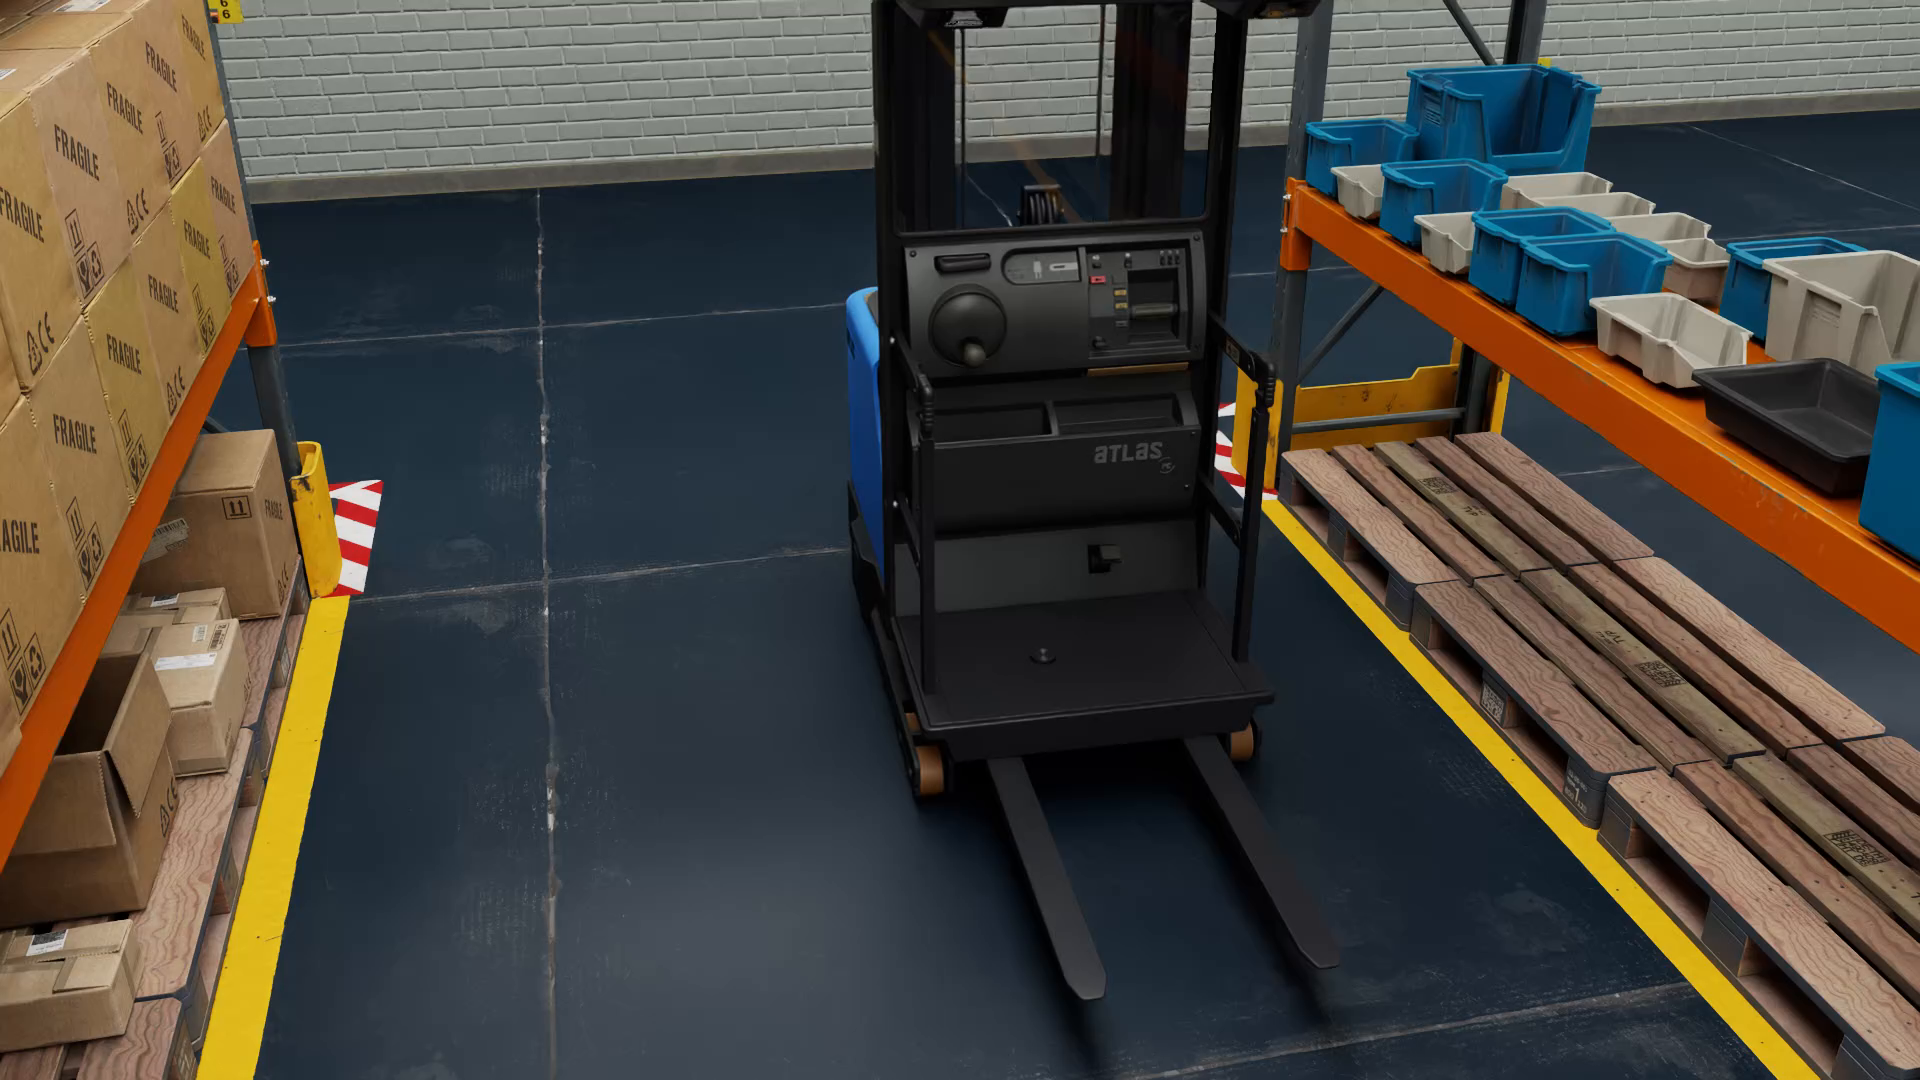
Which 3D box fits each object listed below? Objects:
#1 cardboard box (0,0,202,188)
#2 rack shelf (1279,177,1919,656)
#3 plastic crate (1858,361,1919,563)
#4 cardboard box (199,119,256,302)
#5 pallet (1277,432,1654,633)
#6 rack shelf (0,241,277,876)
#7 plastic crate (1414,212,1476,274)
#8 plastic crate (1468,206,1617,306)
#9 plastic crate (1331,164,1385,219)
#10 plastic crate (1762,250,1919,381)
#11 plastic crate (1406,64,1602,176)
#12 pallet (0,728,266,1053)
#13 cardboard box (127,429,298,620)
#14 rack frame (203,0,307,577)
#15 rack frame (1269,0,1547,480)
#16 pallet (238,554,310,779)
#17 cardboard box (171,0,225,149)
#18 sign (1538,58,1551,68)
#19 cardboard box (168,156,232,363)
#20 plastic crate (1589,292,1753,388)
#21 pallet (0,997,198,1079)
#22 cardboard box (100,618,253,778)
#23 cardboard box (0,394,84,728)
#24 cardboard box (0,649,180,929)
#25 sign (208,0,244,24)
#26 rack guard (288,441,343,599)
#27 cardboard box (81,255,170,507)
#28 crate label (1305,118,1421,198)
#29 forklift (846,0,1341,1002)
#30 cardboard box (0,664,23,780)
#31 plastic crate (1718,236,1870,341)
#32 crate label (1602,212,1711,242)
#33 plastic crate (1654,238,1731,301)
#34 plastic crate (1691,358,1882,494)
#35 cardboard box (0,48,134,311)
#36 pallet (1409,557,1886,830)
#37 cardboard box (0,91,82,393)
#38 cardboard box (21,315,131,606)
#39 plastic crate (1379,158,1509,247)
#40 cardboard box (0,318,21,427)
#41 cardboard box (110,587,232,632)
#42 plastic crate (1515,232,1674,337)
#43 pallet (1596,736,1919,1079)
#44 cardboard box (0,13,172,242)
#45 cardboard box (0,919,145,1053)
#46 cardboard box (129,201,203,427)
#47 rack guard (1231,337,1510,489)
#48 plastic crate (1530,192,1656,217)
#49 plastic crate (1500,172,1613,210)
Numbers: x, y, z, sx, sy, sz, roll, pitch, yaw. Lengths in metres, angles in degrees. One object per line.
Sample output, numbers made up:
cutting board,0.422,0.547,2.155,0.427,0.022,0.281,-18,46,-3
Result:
cardboard box,-2.520,-1.278,4.732,0.500,0.500,0.500,-5,27,-10
rack shelf,2.274,-0.478,5.166,1.077,0.370,4.000,-6,27,-12
plastic crate,2.287,-0.111,3.592,0.392,0.384,0.575,-6,27,-12
cardboard box,-2.637,-1.051,5.393,0.500,0.500,0.500,-5,27,-10
pallet,1.971,-0.066,6.647,1.003,0.211,1.213,-6,27,-12
rack shelf,-2.553,0.023,4.173,1.077,0.370,4.000,-6,27,-12
plastic crate,1.703,-0.997,5.623,0.250,0.136,0.298,-6,27,-12
plastic crate,1.855,-0.909,5.342,0.416,0.233,0.300,-6,27,-12
plastic crate,1.550,-1.295,6.213,0.250,0.136,0.298,-6,27,-12
plastic crate,2.560,-0.584,4.643,0.437,0.282,0.530,-6,27,-12
plastic crate,2.081,-1.592,6.469,0.616,0.435,0.499,-6,27,-12
pallet,-2.534,0.987,4.560,1.003,0.211,1.213,-6,27,-12
cardboard box,-2.641,-0.043,5.791,0.500,0.500,0.500,-6,27,-12
rack frame,-3.003,-1.176,5.750,1.000,3.000,0.127,-6,27,-12
rack frame,1.823,-1.677,6.744,1.000,3.000,0.127,-6,27,-12
pallet,-2.806,0.453,5.620,1.003,0.211,1.213,-6,27,-12
cardboard box,-2.635,-1.499,5.171,0.500,0.500,0.500,-6,27,-12
sign,2.356,-1.813,6.832,0.100,0.325,0.005,-6,27,-12
cardboard box,-2.517,-0.824,4.943,0.500,0.500,0.500,-6,27,-11
plastic crate,2.040,-0.564,4.765,0.293,0.136,0.466,-6,27,-12
pallet,-2.256,1.524,3.497,1.003,0.211,1.213,-6,27,-12
cardboard box,-2.456,0.489,5.015,0.500,0.250,0.500,-6,27,-12
cardboard box,-2.070,0.060,3.192,0.500,0.500,0.500,-5,27,-11
cardboard box,-2.530,0.674,4.368,0.797,0.503,0.637,-6,27,-12
sign,-2.458,-1.881,5.513,0.100,0.325,0.005,-6,27,-12
rack guard,-2.986,-0.026,6.248,1.175,0.500,0.348,-6,27,-12
cardboard box,-2.296,-0.383,4.069,0.500,0.500,0.500,-6,27,-12
crate label,1.558,-1.487,6.487,0.416,0.233,0.303,-6,27,-12
forklift,0.339,-0.689,4.863,1.130,2.935,3.031,-5,27,-10
cardboard box,-1.951,0.284,2.747,0.500,0.500,0.500,-5,27,-10
plastic crate,2.536,-0.754,5.033,0.416,0.233,0.300,-6,27,-12
crate label,2.321,-0.998,5.624,0.396,0.136,0.243,-6,27,-12
plastic crate,2.406,-0.870,5.371,0.298,0.136,0.250,-6,27,-12
plastic crate,2.211,-0.289,4.233,0.437,0.125,0.590,-6,27,-12
cardboard box,-2.283,-0.825,3.835,0.500,0.500,0.500,-5,27,-10
pallet,2.243,0.468,5.588,1.003,0.211,1.213,-6,27,-12
cardboard box,-2.166,-0.598,3.386,0.500,0.500,0.500,-7,28,-13
cardboard box,-2.180,-0.160,3.627,0.500,0.500,0.500,-6,27,-12
plastic crate,1.707,-1.198,5.914,0.416,0.233,0.300,-6,27,-12
cardboard box,-2.051,-0.373,2.939,0.500,0.500,0.500,-7,28,-13
cardboard box,-2.637,0.293,5.496,0.380,0.166,0.250,-6,27,-12
plastic crate,1.923,-0.778,5.081,0.416,0.233,0.300,-6,27,-12
pallet,2.521,1.005,4.525,1.003,0.211,1.213,-6,27,-12
cardboard box,-2.399,-1.050,4.282,0.500,0.500,0.500,-5,27,-10
cardboard box,-2.190,1.064,3.970,0.380,0.166,0.250,-6,27,-12
cardboard box,-2.410,-0.604,4.508,0.500,0.500,0.500,-6,27,-11
rack guard,1.805,-0.570,7.325,1.175,0.500,0.348,-6,27,-12
plastic crate,2.235,-1.118,5.862,0.396,0.136,0.243,-6,27,-12
plastic crate,2.184,-1.247,6.117,0.396,0.136,0.243,-6,27,-12
